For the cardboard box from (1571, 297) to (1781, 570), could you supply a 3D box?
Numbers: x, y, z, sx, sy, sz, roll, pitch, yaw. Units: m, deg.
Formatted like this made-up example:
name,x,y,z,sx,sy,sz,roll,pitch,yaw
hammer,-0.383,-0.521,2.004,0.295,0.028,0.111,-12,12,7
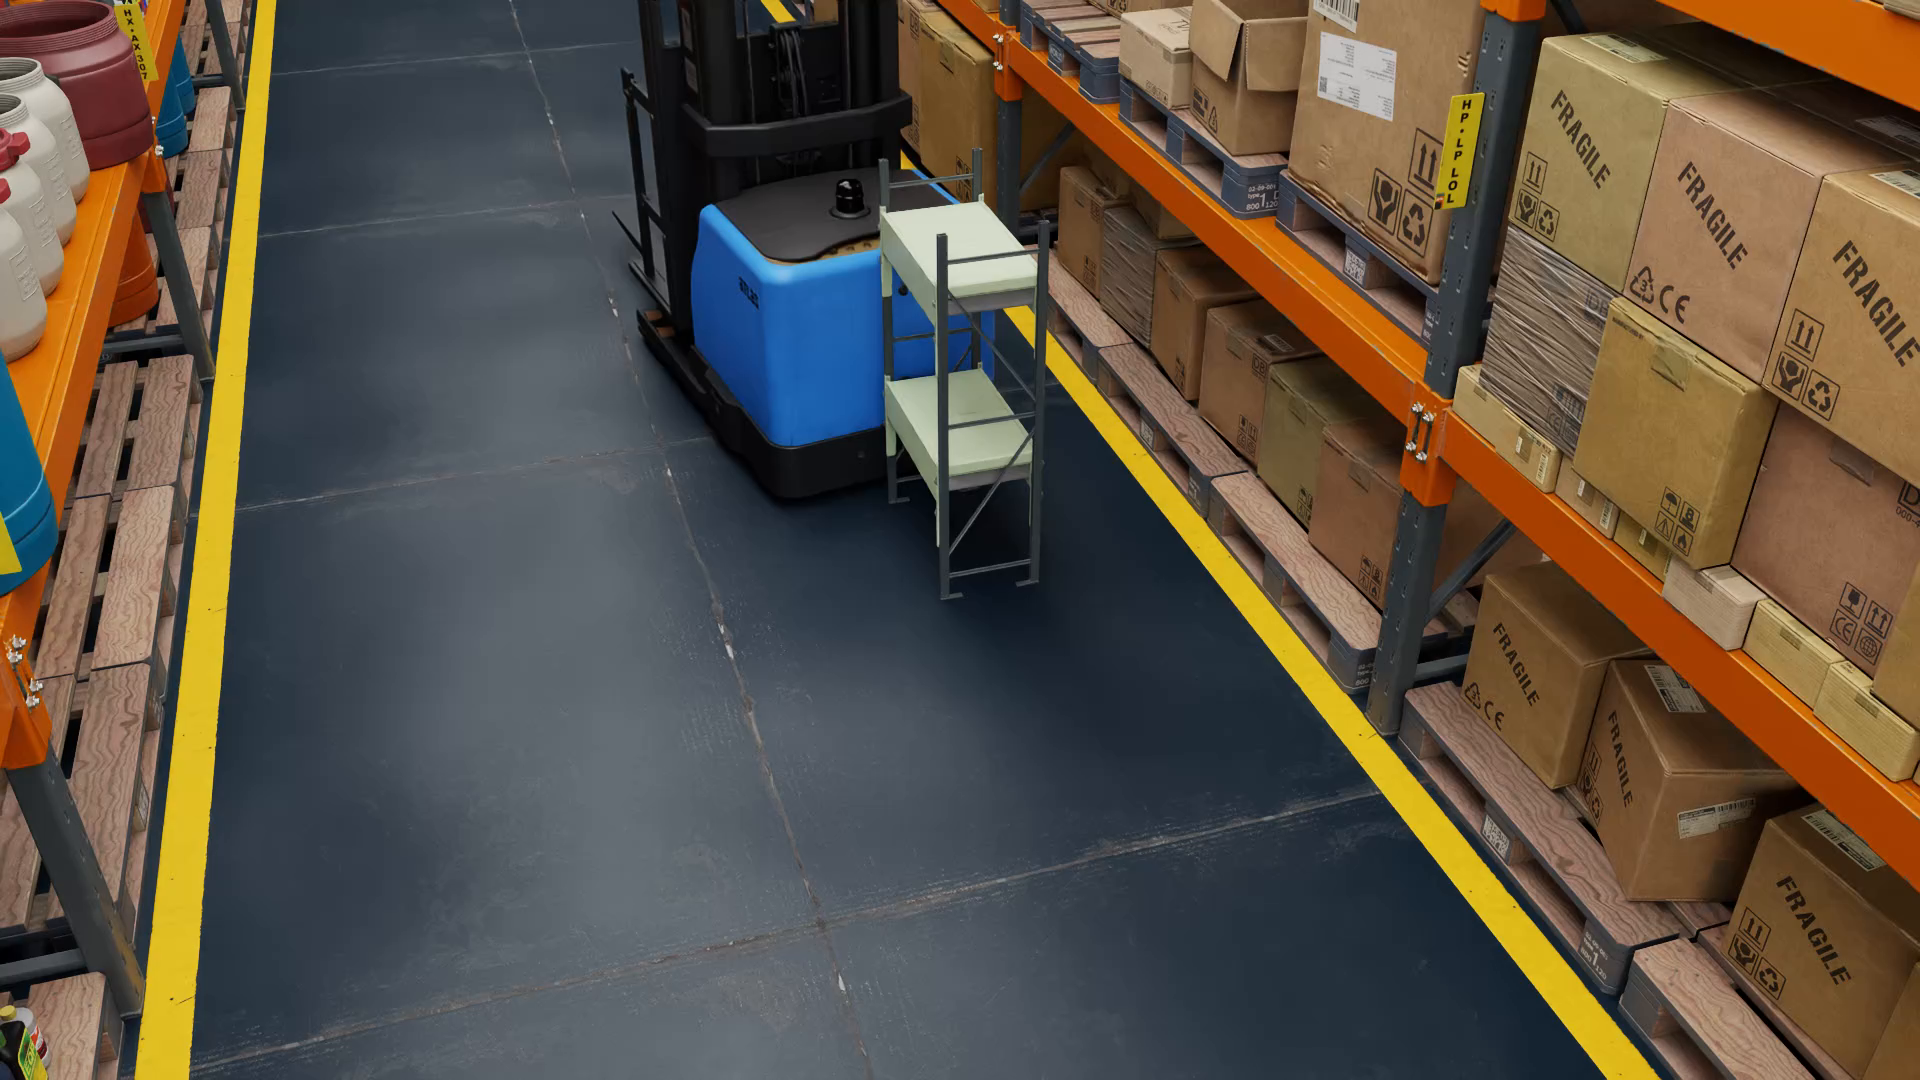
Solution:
name,x,y,z,sx,sy,sz,roll,pitch,yaw
cardboard box,2.105,-0.335,4.176,0.875,0.500,0.500,-10,35,-15

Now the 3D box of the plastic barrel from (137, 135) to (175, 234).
name,x,y,z,sx,sy,sz,roll,pitch,yaw
plastic barrel,-4.540,-1.968,8.814,0.600,0.588,0.708,-10,35,-15

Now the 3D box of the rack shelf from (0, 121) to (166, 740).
name,x,y,z,sx,sy,sz,roll,pitch,yaw
rack shelf,-3.420,-0.602,5.592,1.077,0.370,4.000,-10,35,-15

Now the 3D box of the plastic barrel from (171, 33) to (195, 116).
name,x,y,z,sx,sy,sz,roll,pitch,yaw
plastic barrel,-5.100,-3.063,10.187,0.600,0.901,0.708,-10,35,-15

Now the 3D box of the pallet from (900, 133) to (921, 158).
name,x,y,z,sx,sy,sz,roll,pitch,yaw
pallet,0.150,-2.687,10.626,1.003,0.211,1.213,-10,35,-15

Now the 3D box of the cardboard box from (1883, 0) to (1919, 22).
name,x,y,z,sx,sy,sz,roll,pitch,yaw
cardboard box,2.108,-1.055,3.041,0.500,0.250,0.500,-11,35,-17

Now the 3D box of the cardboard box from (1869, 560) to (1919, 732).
name,x,y,z,sx,sy,sz,roll,pitch,yaw
cardboard box,2.466,0.180,3.397,0.875,0.500,0.500,-10,35,-15

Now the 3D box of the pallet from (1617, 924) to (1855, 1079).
name,x,y,z,sx,sy,sz,roll,pitch,yaw
pallet,2.522,1.467,4.338,1.003,0.211,1.213,-10,35,-15

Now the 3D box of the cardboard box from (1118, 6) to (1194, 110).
name,x,y,z,sx,sy,sz,roll,pitch,yaw
cardboard box,0.979,-1.979,6.779,0.500,0.250,0.500,-11,35,-16

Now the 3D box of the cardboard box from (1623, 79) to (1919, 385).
name,x,y,z,sx,sy,sz,roll,pitch,yaw
cardboard box,1.956,-0.726,3.861,0.500,0.500,0.500,-10,35,-15

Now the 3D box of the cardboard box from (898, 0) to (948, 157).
name,x,y,z,sx,sy,sz,roll,pitch,yaw
cardboard box,0.232,-2.909,9.977,1.225,0.875,0.875,-10,35,-15

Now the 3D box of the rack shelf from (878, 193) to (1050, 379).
name,x,y,z,sx,sy,sz,roll,pitch,yaw
rack shelf,0.002,-0.948,6.116,0.431,0.370,0.720,-10,35,-15

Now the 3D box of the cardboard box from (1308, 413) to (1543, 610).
name,x,y,z,sx,sy,sz,roll,pitch,yaw
cardboard box,1.741,-0.151,6.127,0.700,0.500,0.500,-13,36,-18

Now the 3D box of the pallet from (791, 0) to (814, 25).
name,x,y,z,sx,sy,sz,roll,pitch,yaw
pallet,-0.690,-4.134,12.815,1.003,0.211,1.213,-10,35,-15

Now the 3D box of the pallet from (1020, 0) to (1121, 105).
name,x,y,z,sx,sy,sz,roll,pitch,yaw
pallet,1.006,-2.349,7.757,1.213,0.211,1.003,-10,35,-15

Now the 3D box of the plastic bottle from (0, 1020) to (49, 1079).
name,x,y,z,sx,sy,sz,roll,pitch,yaw
plastic bottle,-2.349,1.295,4.134,0.061,0.283,0.133,-8,34,-12

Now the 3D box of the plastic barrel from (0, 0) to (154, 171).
name,x,y,z,sx,sy,sz,roll,pitch,yaw
plastic barrel,-3.600,-1.816,6.654,0.600,0.536,0.708,-10,35,-15

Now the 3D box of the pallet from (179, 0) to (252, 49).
name,x,y,z,sx,sy,sz,roll,pitch,yaw
pallet,-5.887,-3.910,12.475,1.003,0.211,1.213,-10,35,-15

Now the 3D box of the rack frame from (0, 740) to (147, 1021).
name,x,y,z,sx,sy,sz,roll,pitch,yaw
rack frame,-2.810,0.148,3.805,1.000,3.000,0.127,-10,35,-15

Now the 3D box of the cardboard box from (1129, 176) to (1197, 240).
name,x,y,z,sx,sy,sz,roll,pitch,yaw
cardboard box,1.092,-1.615,7.661,0.500,0.250,0.500,-6,34,-9

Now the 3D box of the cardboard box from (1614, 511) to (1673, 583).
name,x,y,z,sx,sy,sz,roll,pitch,yaw
cardboard box,1.938,-0.027,4.298,0.380,0.149,0.250,-10,35,-15

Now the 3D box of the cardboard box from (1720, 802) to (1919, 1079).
name,x,y,z,sx,sy,sz,roll,pitch,yaw
cardboard box,2.437,1.012,4.384,0.500,0.500,0.500,-13,36,-19

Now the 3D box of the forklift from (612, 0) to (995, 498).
name,x,y,z,sx,sy,sz,roll,pitch,yaw
forklift,-0.937,-2.192,7.408,1.130,2.935,3.031,-15,36,-22

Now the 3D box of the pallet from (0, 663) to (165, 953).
name,x,y,z,sx,sy,sz,roll,pitch,yaw
pallet,-3.086,0.906,5.188,1.003,0.211,1.213,-10,35,-15

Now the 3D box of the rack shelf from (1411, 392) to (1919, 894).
name,x,y,z,sx,sy,sz,roll,pitch,yaw
rack shelf,2.517,0.665,3.675,1.077,0.370,4.000,-10,35,-15

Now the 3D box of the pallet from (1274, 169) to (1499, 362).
name,x,y,z,sx,sy,sz,roll,pitch,yaw
pallet,1.813,-1.030,5.763,1.003,0.211,1.213,-10,35,-15

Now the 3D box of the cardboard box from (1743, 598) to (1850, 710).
name,x,y,z,sx,sy,sz,roll,pitch,yaw
cardboard box,2.091,0.236,3.900,0.380,0.149,0.250,-10,35,-15

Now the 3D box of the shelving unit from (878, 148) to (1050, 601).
name,x,y,z,sx,sy,sz,roll,pitch,yaw
shelving unit,0.002,-0.622,6.331,0.431,1.500,0.755,-10,35,-15

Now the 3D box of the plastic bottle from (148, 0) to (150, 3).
name,x,y,z,sx,sy,sz,roll,pitch,yaw
plastic bottle,-4.277,-2.910,8.545,0.152,0.276,0.135,-10,35,-15

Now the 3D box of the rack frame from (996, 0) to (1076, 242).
name,x,y,z,sx,sy,sz,roll,pitch,yaw
rack frame,0.687,-2.785,8.244,1.000,3.000,0.127,-10,35,-15

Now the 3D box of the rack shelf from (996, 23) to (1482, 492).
name,x,y,z,sx,sy,sz,roll,pitch,yaw
rack shelf,1.297,-1.435,6.853,1.077,0.370,4.000,-10,35,-15

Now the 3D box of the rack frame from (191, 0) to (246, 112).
name,x,y,z,sx,sy,sz,roll,pitch,yaw
rack frame,-5.250,-4.052,10.161,1.000,3.000,0.127,-10,35,-15

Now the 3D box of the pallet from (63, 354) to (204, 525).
name,x,y,z,sx,sy,sz,roll,pitch,yaw
pallet,-3.830,-0.375,7.126,1.003,0.211,1.213,-10,35,-15

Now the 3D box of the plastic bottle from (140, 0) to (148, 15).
name,x,y,z,sx,sy,sz,roll,pitch,yaw
plastic bottle,-4.163,-2.799,8.371,0.061,0.283,0.133,-10,35,-15

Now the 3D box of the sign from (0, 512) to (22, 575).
name,x,y,z,sx,sy,sz,roll,pitch,yaw
sign,-2.282,-0.054,3.860,0.100,0.325,0.005,-10,35,-15

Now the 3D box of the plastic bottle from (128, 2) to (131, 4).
name,x,y,z,sx,sy,sz,roll,pitch,yaw
plastic bottle,-4.045,-2.529,8.037,0.097,0.201,0.097,0,33,0

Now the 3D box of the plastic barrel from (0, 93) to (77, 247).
name,x,y,z,sx,sy,sz,roll,pitch,yaw
plastic barrel,-3.384,-1.273,5.855,0.421,0.512,0.421,0,33,0

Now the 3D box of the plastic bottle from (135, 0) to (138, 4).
name,x,y,z,sx,sy,sz,roll,pitch,yaw
plastic bottle,-4.115,-2.679,8.201,0.097,0.271,0.097,0,33,0

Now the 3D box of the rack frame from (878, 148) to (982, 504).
name,x,y,z,sx,sy,sz,roll,pitch,yaw
rack frame,-0.110,-0.814,6.622,0.400,1.500,0.023,-10,35,-15

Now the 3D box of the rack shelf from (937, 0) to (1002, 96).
name,x,y,z,sx,sy,sz,roll,pitch,yaw
rack shelf,0.077,-3.535,10.031,1.077,0.370,4.000,-10,35,-15

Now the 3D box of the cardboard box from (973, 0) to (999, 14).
name,x,y,z,sx,sy,sz,roll,pitch,yaw
cardboard box,0.301,-3.044,8.545,0.500,0.500,0.500,-9,35,-13

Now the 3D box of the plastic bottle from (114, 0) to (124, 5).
name,x,y,z,sx,sy,sz,roll,pitch,yaw
plastic bottle,-3.995,-2.425,7.811,0.152,0.276,0.135,-10,35,-15

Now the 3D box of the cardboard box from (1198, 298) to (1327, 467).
name,x,y,z,sx,sy,sz,roll,pitch,yaw
cardboard box,1.442,-0.699,6.955,0.700,0.500,0.500,-13,36,-19

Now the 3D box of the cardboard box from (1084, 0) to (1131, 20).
name,x,y,z,sx,sy,sz,roll,pitch,yaw
cardboard box,0.890,-2.725,7.681,0.500,0.500,0.500,-14,36,-21

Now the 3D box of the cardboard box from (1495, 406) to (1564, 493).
name,x,y,z,sx,sy,sz,roll,pitch,yaw
cardboard box,1.750,-0.283,4.685,0.380,0.149,0.250,-10,35,-15

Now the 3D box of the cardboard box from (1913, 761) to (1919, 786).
name,x,y,z,sx,sy,sz,roll,pitch,yaw
cardboard box,2.276,0.492,3.512,0.380,0.149,0.250,-10,35,-15

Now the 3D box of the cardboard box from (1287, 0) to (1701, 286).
name,x,y,z,sx,sy,sz,roll,pitch,yaw
cardboard box,1.798,-1.551,5.451,1.000,1.000,1.000,-10,35,-14

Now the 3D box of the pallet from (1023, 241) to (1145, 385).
name,x,y,z,sx,sy,sz,roll,pitch,yaw
pallet,0.924,-1.211,8.391,1.003,0.211,1.213,-10,35,-15

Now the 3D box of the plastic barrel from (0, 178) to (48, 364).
name,x,y,z,sx,sy,sz,roll,pitch,yaw
plastic barrel,-3.116,-0.833,5.166,0.433,0.535,0.433,0,33,0

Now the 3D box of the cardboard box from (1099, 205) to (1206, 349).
name,x,y,z,sx,sy,sz,roll,pitch,yaw
cardboard box,1.092,-1.288,7.847,0.700,0.500,0.500,-13,36,-19

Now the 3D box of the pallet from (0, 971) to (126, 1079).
name,x,y,z,sx,sy,sz,roll,pitch,yaw
pallet,-2.644,1.671,4.029,1.003,0.211,1.213,-10,35,-15

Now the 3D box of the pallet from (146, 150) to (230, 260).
name,x,y,z,sx,sy,sz,roll,pitch,yaw
pallet,-4.678,-1.835,9.335,1.003,0.211,1.213,-10,35,-15

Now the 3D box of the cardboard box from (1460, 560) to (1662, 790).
name,x,y,z,sx,sy,sz,roll,pitch,yaw
cardboard box,1.991,0.400,5.311,0.500,0.500,0.500,-11,35,-16
